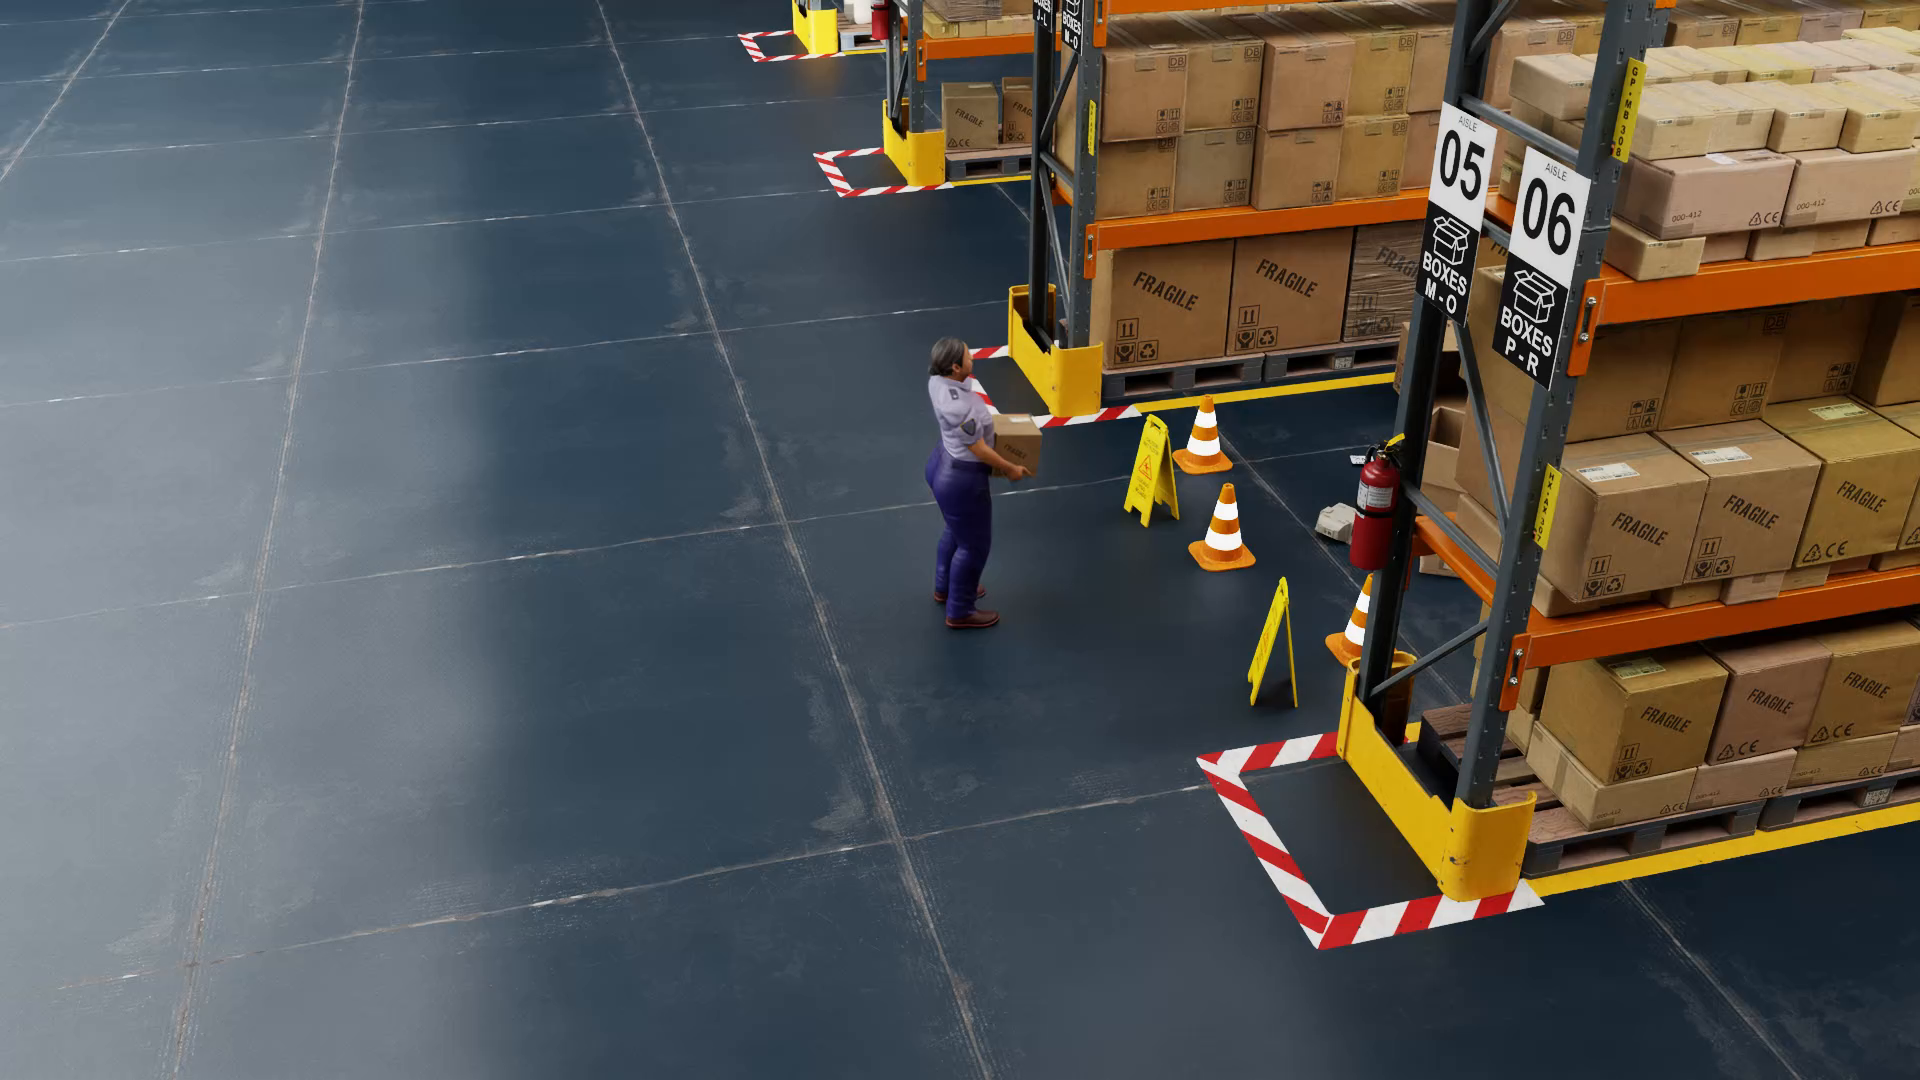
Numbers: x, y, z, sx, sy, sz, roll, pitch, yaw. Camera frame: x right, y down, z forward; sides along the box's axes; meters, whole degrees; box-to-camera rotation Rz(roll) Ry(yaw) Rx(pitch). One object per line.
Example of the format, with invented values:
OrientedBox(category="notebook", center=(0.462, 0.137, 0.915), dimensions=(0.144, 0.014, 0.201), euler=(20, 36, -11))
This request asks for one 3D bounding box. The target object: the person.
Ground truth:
OrientedBox(category="person", center=(0.086, -0.327, 8.816), dimensions=(0.515, 1.638, 0.453), euler=(-7, 31, -12))
